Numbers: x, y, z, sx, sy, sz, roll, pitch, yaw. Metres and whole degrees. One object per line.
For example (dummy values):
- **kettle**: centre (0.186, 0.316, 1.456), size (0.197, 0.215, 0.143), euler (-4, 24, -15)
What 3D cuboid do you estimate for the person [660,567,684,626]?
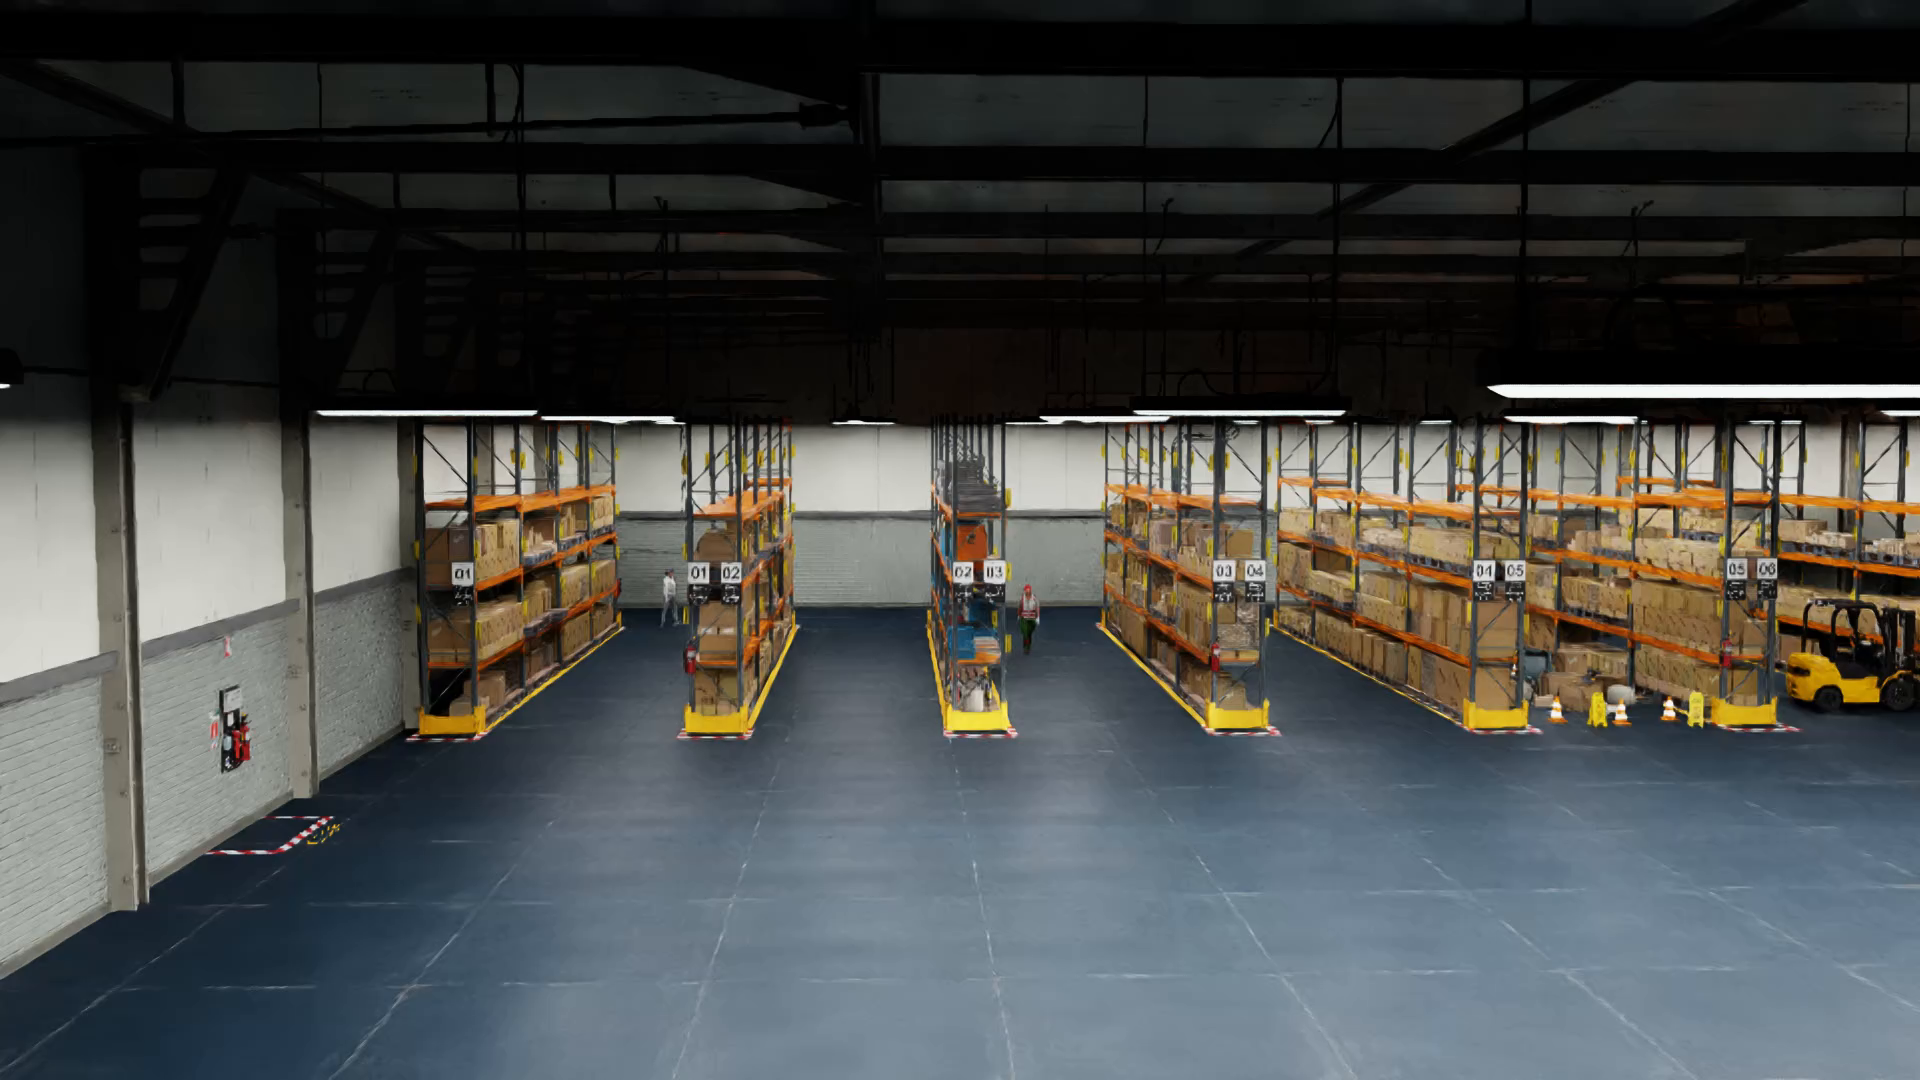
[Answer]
- **person**: centre (-8.334, 1.617, 47.884), size (0.511, 1.676, 0.664), euler (2, 4, 27)

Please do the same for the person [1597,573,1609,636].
- **person**: centre (17.501, 1.751, 45.525), size (0.553, 1.720, 0.605), euler (1, 4, 14)

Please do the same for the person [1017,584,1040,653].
- **person**: centre (1.746, 1.976, 42.309), size (0.567, 1.736, 1.044), euler (0, 4, -3)
